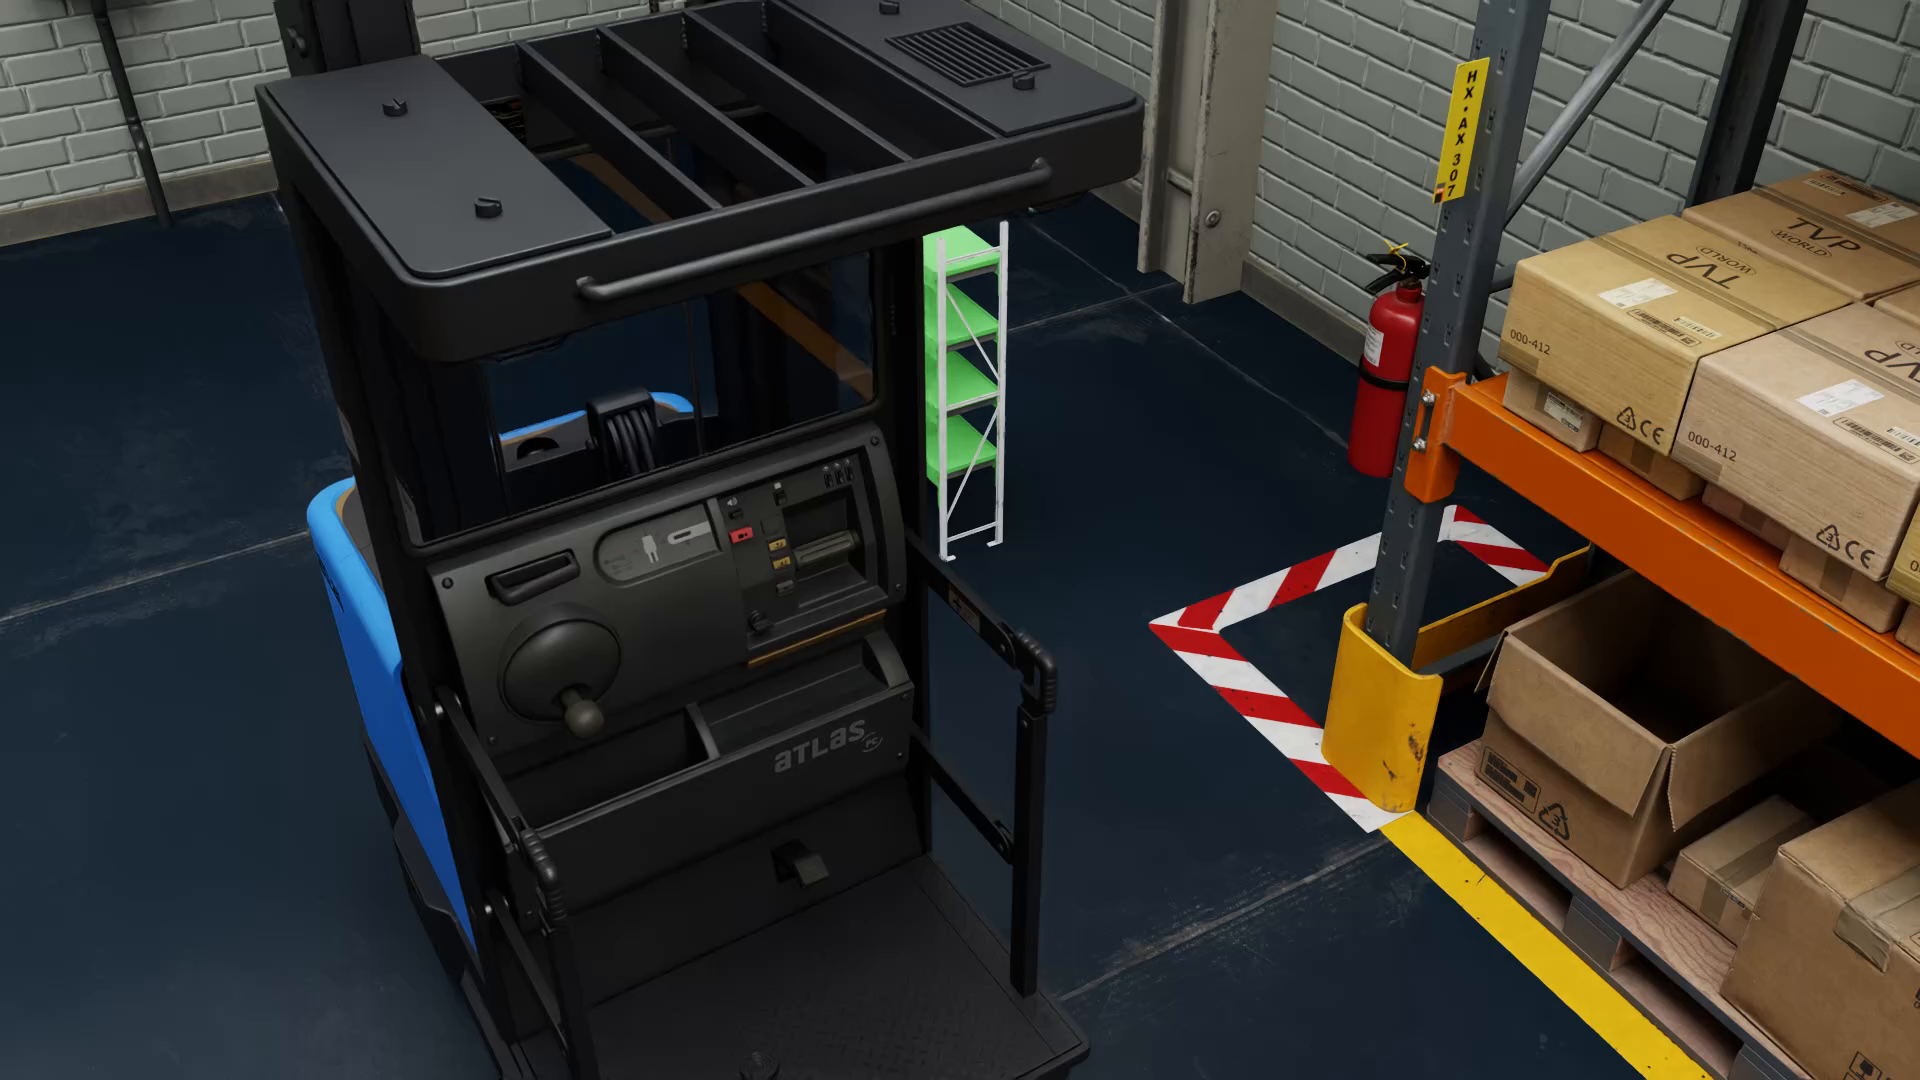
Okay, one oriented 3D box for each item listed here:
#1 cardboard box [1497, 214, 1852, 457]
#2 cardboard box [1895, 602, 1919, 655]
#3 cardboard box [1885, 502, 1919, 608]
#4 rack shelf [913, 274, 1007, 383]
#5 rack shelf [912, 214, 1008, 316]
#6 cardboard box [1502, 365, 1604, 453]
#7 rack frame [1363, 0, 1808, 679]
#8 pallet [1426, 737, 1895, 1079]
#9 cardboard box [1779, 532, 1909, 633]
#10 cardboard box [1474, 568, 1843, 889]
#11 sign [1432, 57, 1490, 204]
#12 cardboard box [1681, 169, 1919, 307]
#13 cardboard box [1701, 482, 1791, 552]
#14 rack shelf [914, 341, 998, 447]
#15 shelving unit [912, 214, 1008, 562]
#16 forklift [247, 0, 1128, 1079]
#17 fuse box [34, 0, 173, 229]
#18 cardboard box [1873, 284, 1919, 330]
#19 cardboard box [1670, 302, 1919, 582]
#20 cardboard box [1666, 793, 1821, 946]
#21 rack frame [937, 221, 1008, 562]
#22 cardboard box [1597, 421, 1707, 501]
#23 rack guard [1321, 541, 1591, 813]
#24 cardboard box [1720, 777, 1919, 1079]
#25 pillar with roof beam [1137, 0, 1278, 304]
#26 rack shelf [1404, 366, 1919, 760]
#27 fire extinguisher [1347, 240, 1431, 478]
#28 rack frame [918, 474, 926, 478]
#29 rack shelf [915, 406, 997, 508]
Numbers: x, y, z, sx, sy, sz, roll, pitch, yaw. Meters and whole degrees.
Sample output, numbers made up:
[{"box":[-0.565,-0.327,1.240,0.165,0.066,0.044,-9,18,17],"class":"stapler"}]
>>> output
[{"box":[1.588,-0.473,3.729,0.500,0.250,0.500,-19,40,-24],"class":"cardboard box"},{"box":[2.063,0.146,3.220,0.380,0.149,0.250,-18,40,-23],"class":"cardboard box"},{"box":[2.099,0.042,3.025,0.500,0.250,0.500,-20,41,-25],"class":"cardboard box"},{"box":[-0.083,-0.711,5.408,0.258,0.148,0.480,-19,40,-24],"class":"rack shelf"},{"box":[-0.083,-0.905,5.266,0.258,0.148,0.480,-19,40,-24],"class":"rack shelf"},{"box":[1.520,-0.374,3.932,0.380,0.149,0.250,-19,40,-24],"class":"cardboard box"},{"box":[1.593,-0.725,4.199,1.000,3.000,0.127,-19,40,-24],"class":"rack frame"},{"box":[2.032,0.847,4.412,1.003,0.211,1.213,-19,40,-24],"class":"pallet"},{"box":[1.924,0.012,3.403,0.380,0.149,0.250,-18,40,-23],"class":"cardboard box"},{"box":[1.818,0.454,4.346,0.797,0.503,0.637,-21,41,-26],"class":"cardboard box"},{"box":[1.123,-0.913,3.723,0.100,0.325,0.005,-19,40,-24],"class":"sign"},{"box":[2.053,-0.628,3.942,0.500,0.250,0.500,-18,40,-23],"class":"cardboard box"},{"box":[1.850,-0.135,3.604,0.380,0.149,0.250,-19,40,-25],"class":"cardboard box"},{"box":[-0.083,-0.517,5.549,0.258,0.148,0.480,-19,40,-24],"class":"rack shelf"},{"box":[-0.083,-0.569,5.512,0.258,1.200,0.503,-19,40,-24],"class":"shelving unit"},{"box":[-0.440,0.120,3.100,1.130,2.935,3.031,-20,41,-25],"class":"forklift"},{"box":[-3.661,-2.148,7.241,0.539,1.711,0.414,-19,40,-24],"class":"fuse box"},{"box":[2.311,-0.365,3.581,0.500,0.250,0.500,-19,40,-24],"class":"cardboard box"},{"box":[1.841,-0.216,3.377,0.500,0.250,0.500,-18,40,-23],"class":"cardboard box"},{"box":[1.998,0.825,4.138,0.380,0.149,0.250,-21,41,-26],"class":"cardboard box"},{"box":[0.039,-0.445,5.341,0.240,1.200,0.015,-19,40,-24],"class":"rack frame"},{"box":[1.688,-0.258,3.773,0.380,0.149,0.250,-18,40,-23],"class":"cardboard box"},{"box":[1.631,0.324,4.883,1.175,0.500,0.348,-19,40,-24],"class":"rack guard"},{"box":[2.214,0.903,3.734,0.700,0.500,0.500,-17,40,-22],"class":"cardboard box"},{"box":[-2.705,-3.514,2.931,9.100,9.000,0.400,-19,40,-24],"class":"pillar with roof beam"},{"box":[2.597,0.586,3.015,1.077,0.370,4.000,-19,40,-24],"class":"rack shelf"},{"box":[1.119,-0.481,4.247,0.296,0.674,0.183,-19,40,-24],"class":"fire extinguisher"},{"box":[-0.206,-0.693,5.682,0.240,1.200,0.015,-19,40,-24],"class":"rack frame"},{"box":[-0.083,-0.324,5.691,0.258,0.148,0.480,-19,40,-24],"class":"rack shelf"}]
